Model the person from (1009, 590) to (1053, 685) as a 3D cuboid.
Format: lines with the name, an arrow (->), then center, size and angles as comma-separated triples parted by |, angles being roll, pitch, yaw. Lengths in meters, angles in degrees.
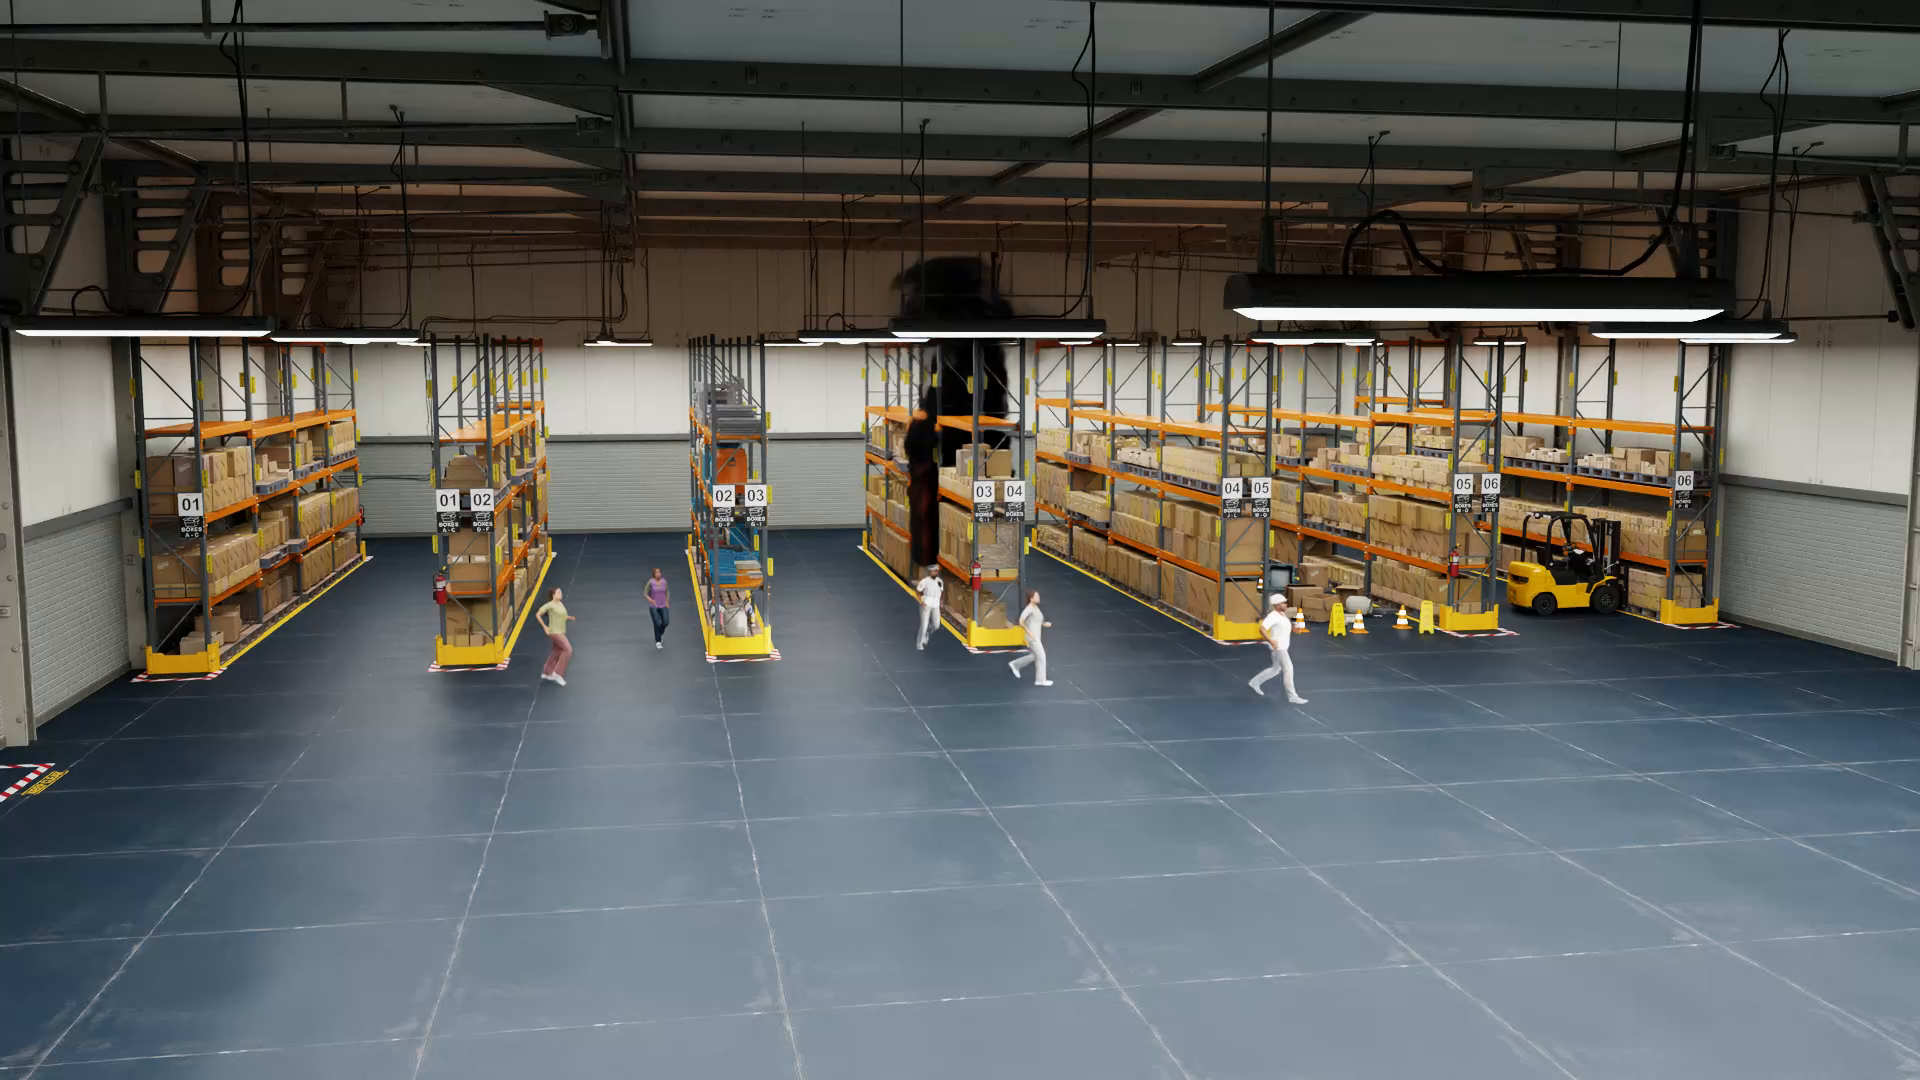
person -> 1.197, 1.658, 28.365 | 0.780, 1.639, 0.567 | 2, 7, 19

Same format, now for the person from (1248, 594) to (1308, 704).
person -> 5.161, 1.744, 26.929 | 0.990, 1.747, 0.706 | 2, 7, 20

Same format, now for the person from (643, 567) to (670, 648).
person -> -5.807, 1.297, 31.928 | 0.543, 1.567, 0.530 | -3, 7, -25

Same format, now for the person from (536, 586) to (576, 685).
person -> -6.906, 1.633, 28.520 | 0.693, 1.693, 0.549 | 1, 7, 11

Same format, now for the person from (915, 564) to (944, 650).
person -> -0.541, 1.271, 31.908 | 0.632, 1.640, 0.501 | -3, 7, -24
